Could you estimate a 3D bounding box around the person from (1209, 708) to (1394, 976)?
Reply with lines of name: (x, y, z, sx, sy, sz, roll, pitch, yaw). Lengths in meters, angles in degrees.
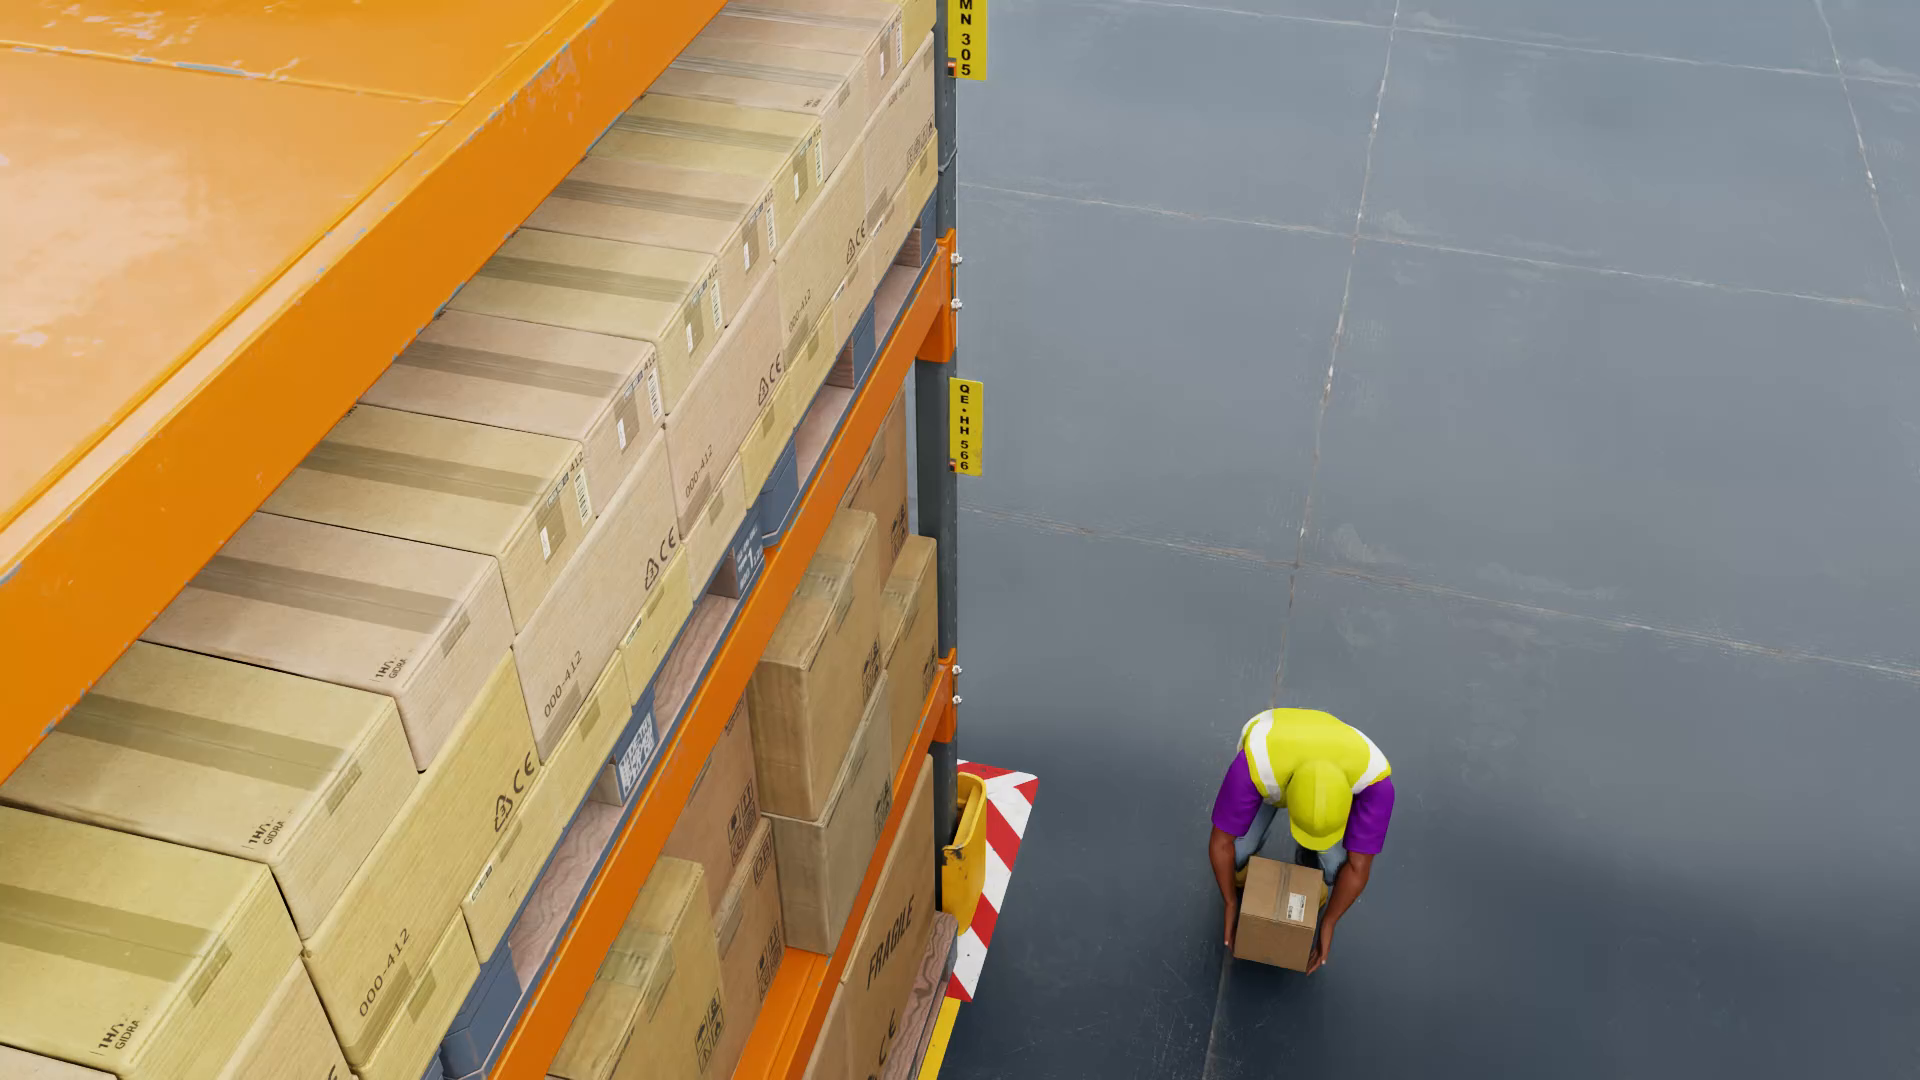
person: (1.190, 0.939, 5.813, 0.587, 0.996, 0.888, 10, 42, 11)
